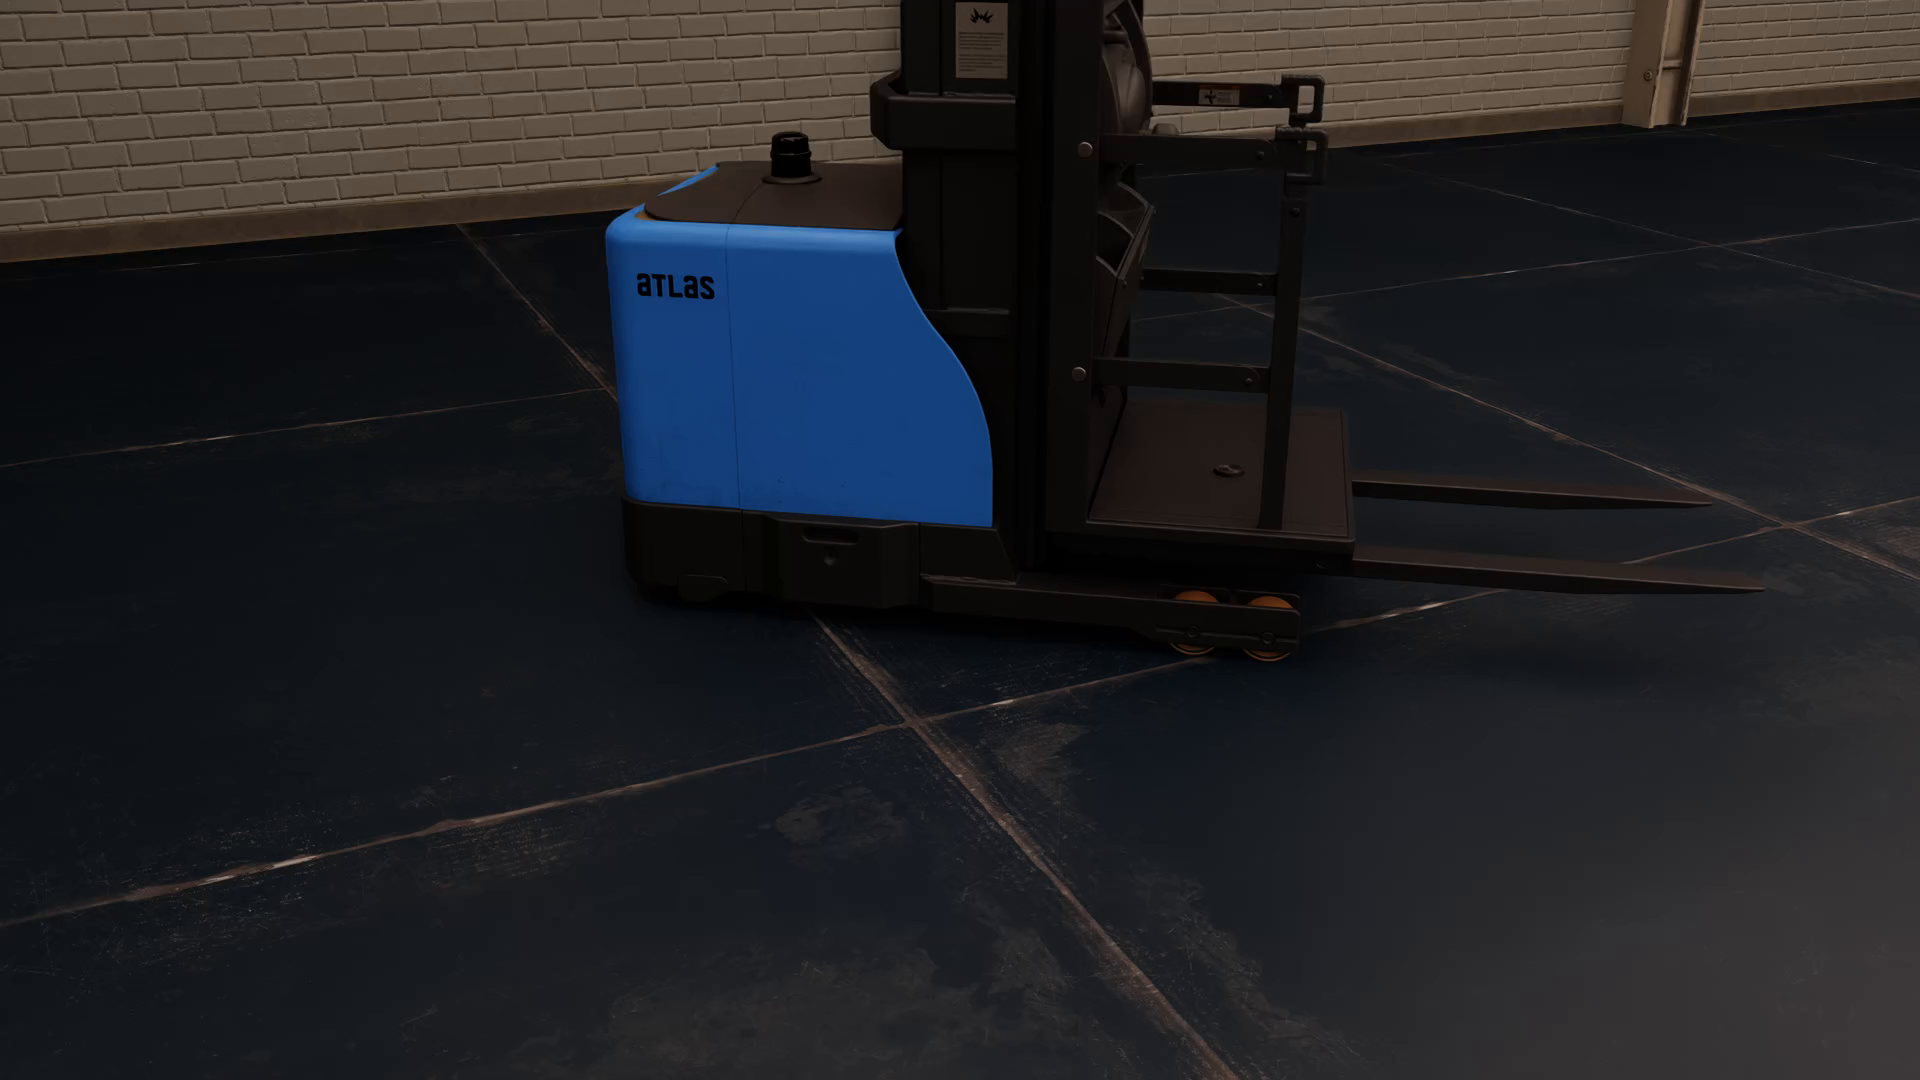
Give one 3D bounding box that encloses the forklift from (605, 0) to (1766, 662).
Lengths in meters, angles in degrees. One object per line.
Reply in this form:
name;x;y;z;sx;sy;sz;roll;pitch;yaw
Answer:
forklift;0.626;-1.258;4.314;3.031;2.935;1.130;4;23;10
